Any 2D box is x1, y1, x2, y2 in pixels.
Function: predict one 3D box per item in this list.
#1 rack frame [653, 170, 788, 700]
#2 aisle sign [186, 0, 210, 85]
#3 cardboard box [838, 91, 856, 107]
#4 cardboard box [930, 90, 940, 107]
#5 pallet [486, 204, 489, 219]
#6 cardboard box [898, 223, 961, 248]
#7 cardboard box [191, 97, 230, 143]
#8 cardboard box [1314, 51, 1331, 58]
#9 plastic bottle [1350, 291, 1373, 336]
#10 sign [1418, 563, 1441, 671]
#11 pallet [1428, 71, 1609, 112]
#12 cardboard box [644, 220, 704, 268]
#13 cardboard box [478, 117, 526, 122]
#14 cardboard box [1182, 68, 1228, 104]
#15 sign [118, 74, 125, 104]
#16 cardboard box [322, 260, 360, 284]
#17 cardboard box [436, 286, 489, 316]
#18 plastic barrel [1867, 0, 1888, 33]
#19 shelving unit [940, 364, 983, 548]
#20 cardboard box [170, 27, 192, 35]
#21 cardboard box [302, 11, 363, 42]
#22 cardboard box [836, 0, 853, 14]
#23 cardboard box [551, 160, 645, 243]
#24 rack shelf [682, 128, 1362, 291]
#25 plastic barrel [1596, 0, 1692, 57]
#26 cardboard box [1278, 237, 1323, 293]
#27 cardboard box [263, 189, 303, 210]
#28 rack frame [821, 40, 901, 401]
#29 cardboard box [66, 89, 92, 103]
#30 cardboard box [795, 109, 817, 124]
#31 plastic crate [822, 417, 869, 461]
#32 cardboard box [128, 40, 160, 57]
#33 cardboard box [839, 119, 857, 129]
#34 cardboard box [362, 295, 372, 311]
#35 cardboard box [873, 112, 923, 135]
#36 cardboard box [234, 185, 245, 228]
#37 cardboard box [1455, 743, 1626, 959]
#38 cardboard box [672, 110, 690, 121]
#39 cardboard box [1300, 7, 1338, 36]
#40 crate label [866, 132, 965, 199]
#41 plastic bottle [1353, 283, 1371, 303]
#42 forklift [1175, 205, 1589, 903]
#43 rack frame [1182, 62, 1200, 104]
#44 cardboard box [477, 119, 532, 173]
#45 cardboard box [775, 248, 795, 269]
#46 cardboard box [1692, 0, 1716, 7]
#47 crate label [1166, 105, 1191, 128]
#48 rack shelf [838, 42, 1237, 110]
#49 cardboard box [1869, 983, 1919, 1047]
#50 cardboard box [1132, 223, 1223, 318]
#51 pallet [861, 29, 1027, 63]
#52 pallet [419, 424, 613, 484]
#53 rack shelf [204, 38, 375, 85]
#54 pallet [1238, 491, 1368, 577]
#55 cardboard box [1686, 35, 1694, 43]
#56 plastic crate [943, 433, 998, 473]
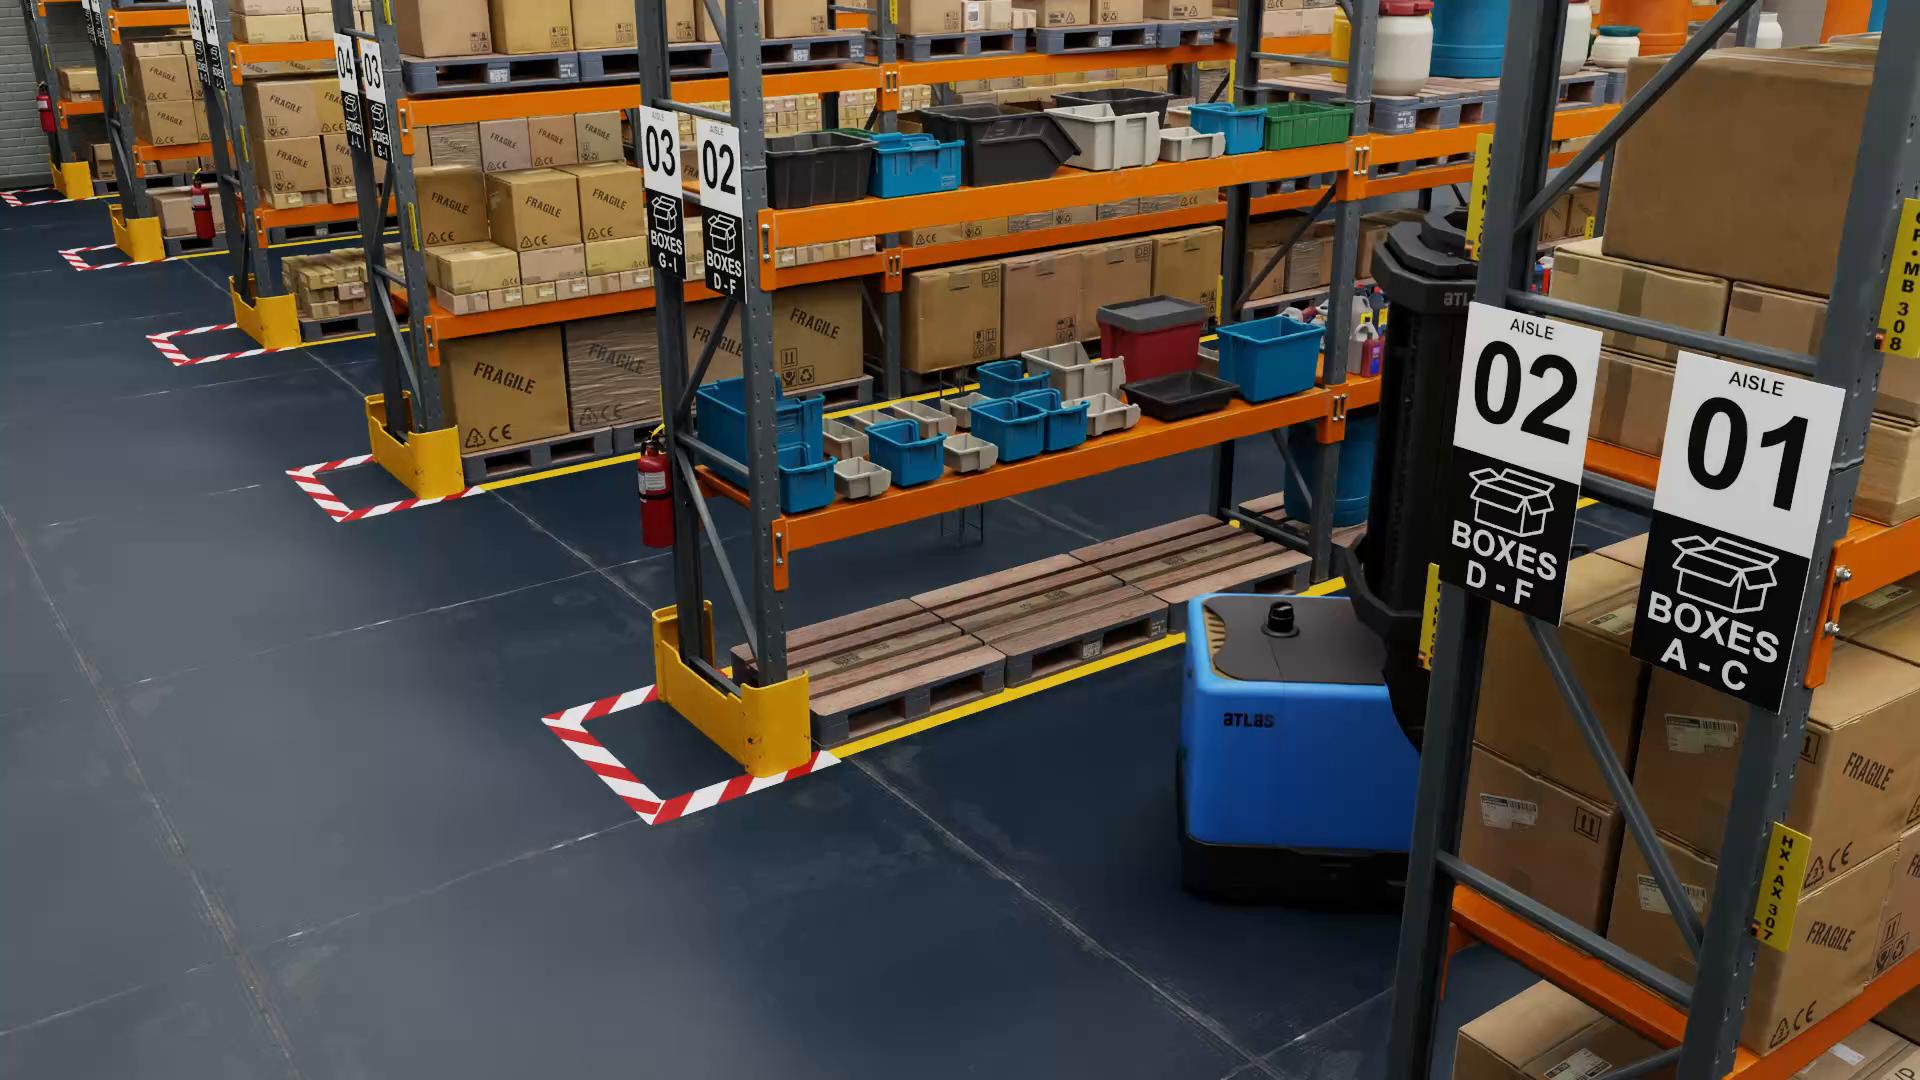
[{"bbox_3d":[-1.208,-0.404,8.363,0.127,3.000,1.000,-15,26,-33],"label":"rack frame"},{"bbox_3d":[-7.150,-4.691,15.596,0.004,0.787,0.394,-15,26,-33],"label":"aisle sign"},{"bbox_3d":[-1.383,-5.031,18.927,0.250,0.149,0.380,-15,26,-33],"label":"cardboard box"},{"bbox_3d":[-0.213,-5.365,20.659,0.500,0.500,0.500,-15,26,-33],"label":"cardboard box"},{"bbox_3d":[-6.059,-4.636,22.730,1.213,0.211,1.003,-15,26,-33],"label":"pallet"},{"bbox_3d":[-0.335,-2.831,14.309,0.500,0.500,0.500,-15,26,-33],"label":"cardboard box"},{"bbox_3d":[-8.937,-5.058,19.889,0.500,0.500,0.500,-15,26,-34],"label":"cardboard box"},{"bbox_3d":[4.822,-7.147,23.601,0.550,0.550,0.875,-15,26,-33],"label":"cardboard box"},{"bbox_3d":[2.678,-1.501,11.178,0.185,0.351,0.144,-15,26,-33],"label":"plastic bottle"},{"bbox_3d":[1.374,0.231,4.782,0.005,0.325,0.100,-15,26,-33],"label":"sign"},{"bbox_3d":[3.537,-3.021,11.128,1.213,0.211,1.003,-15,26,-33],"label":"pallet"},{"bbox_3d":[-2.305,-2.322,12.970,0.500,0.250,0.500,-16,27,-34],"label":"cardboard box"},{"bbox_3d":[-4.733,-4.520,16.792,0.500,0.500,0.500,-14,26,-31],"label":"cardboard box"},{"bbox_3d":[3.118,-6.159,22.582,0.550,0.550,0.875,-15,26,-33],"label":"cardboard box"},{"bbox_3d":[-9.569,-5.147,18.972,0.005,0.325,0.100,-15,26,-33],"label":"sign"},{"bbox_3d":[-6.138,-2.663,16.500,0.250,0.149,0.380,-14,26,-32],"label":"cardboard box"},{"bbox_3d":[-3.620,-1.755,12.087,0.250,0.149,0.380,-15,26,-32],"label":"cardboard box"},{"bbox_3d":[7.185,-4.169,13.074,0.708,0.901,0.600,-15,26,-33],"label":"plastic barrel"},{"bbox_3d":[0.012,-0.560,11.182,0.189,1.200,0.258,-15,26,-33],"label":"shelving unit"},{"bbox_3d":[-11.047,-7.127,23.999,0.500,0.500,0.500,-14,26,-32],"label":"cardboard box"},{"bbox_3d":[-5.972,-4.865,15.696,0.500,0.250,0.500,-14,26,-31],"label":"cardboard box"},{"bbox_3d":[-1.543,-6.161,18.606,0.500,0.500,0.500,-15,26,-33],"label":"cardboard box"},{"bbox_3d":[-2.731,-2.556,12.544,0.500,0.500,0.500,-16,27,-34],"label":"cardboard box"},{"bbox_3d":[0.415,-1.896,9.025,4.000,0.370,1.077,-15,26,-33],"label":"rack shelf"},{"bbox_3d":[4.823,-3.802,11.683,0.708,0.830,0.600,-15,26,-33],"label":"plastic barrel"},{"bbox_3d":[3.368,-2.944,17.507,0.500,0.500,0.700,-18,28,-37],"label":"cardboard box"},{"bbox_3d":[-6.461,-3.263,15.866,0.250,0.149,0.380,-15,26,-33],"label":"cardboard box"},{"bbox_3d":[-0.854,-2.760,14.267,0.127,3.000,1.000,-15,26,-33],"label":"rack frame"},{"bbox_3d":[-12.363,-6.240,23.327,0.250,0.149,0.380,-15,26,-33],"label":"cardboard box"},{"bbox_3d":[-1.812,-4.777,18.691,0.250,0.149,0.380,-16,27,-34],"label":"cardboard box"},{"bbox_3d":[-0.652,-0.541,8.979,0.243,0.136,0.396,-15,26,-33],"label":"plastic crate"},{"bbox_3d":[-9.439,-5.682,19.228,0.250,0.149,0.380,-14,26,-32],"label":"cardboard box"},{"bbox_3d":[-1.387,-4.753,19.032,0.250,0.149,0.380,-16,27,-35],"label":"cardboard box"},{"bbox_3d":[-5.941,-2.434,16.728,0.250,0.149,0.380,-15,26,-32],"label":"cardboard box"},{"bbox_3d":[-0.340,-3.413,14.415,0.637,0.503,0.797,-16,27,-34],"label":"cardboard box"},{"bbox_3d":[-8.673,-4.255,20.902,0.875,0.438,0.875,-14,26,-31],"label":"cardboard box"},{"bbox_3d":[1.886,0.861,5.056,0.500,0.500,0.500,-14,26,-31],"label":"cardboard box"},{"bbox_3d":[-3.080,-4.576,17.786,0.250,0.149,0.380,-13,25,-30],"label":"cardboard box"},{"bbox_3d":[3.340,-5.086,16.249,0.500,0.250,0.500,-14,26,-32],"label":"cardboard box"},{"bbox_3d":[-0.271,-1.831,8.091,0.502,0.251,0.408,-15,26,-33],"label":"crate label"},{"bbox_3d":[2.744,-1.585,11.387,0.185,0.351,0.144,-15,26,-33],"label":"plastic bottle"},{"bbox_3d":[2.538,0.100,7.192,3.031,2.935,1.130,2,22,4],"label":"forklift"},{"bbox_3d":[2.825,-6.006,22.400,0.127,3.000,1.000,-15,26,-33],"label":"rack frame"},{"bbox_3d":[-4.723,-4.050,16.962,0.500,0.500,0.500,-15,26,-33],"label":"cardboard box"},{"bbox_3d":[-1.536,-2.312,13.482,0.250,0.149,0.380,-14,26,-32],"label":"cardboard box"},{"bbox_3d":[8.644,-6.500,19.795,0.500,0.250,0.500,-14,26,-32],"label":"cardboard box"},{"bbox_3d":[1.473,-2.522,9.978,0.466,0.136,0.293,-15,26,-33],"label":"crate label"},{"bbox_3d":[0.769,-4.252,14.929,4.000,0.370,1.077,-15,26,-33],"label":"rack shelf"},{"bbox_3d":[3.406,1.584,6.154,0.637,0.503,0.797,-15,26,-33],"label":"cardboard box"},{"bbox_3d":[1.821,-2.691,16.394,0.875,0.875,1.225,-16,27,-35],"label":"cardboard box"},{"bbox_3d":[-0.139,-4.278,14.281,1.217,0.209,0.805,-16,27,-35],"label":"pallet"},{"bbox_3d":[-3.498,-0.796,13.106,1.213,0.211,1.003,-15,26,-33],"label":"pallet"},{"bbox_3d":[-5.292,-4.901,16.553,4.000,0.370,1.077,-15,26,-33],"label":"rack shelf"},{"bbox_3d":[2.689,-0.130,11.436,1.213,0.211,1.003,-15,26,-33],"label":"pallet"},{"bbox_3d":[8.585,-5.813,20.032,0.500,0.500,0.500,-15,26,-33],"label":"cardboard box"},{"bbox_3d":[0.044,-0.456,8.766,0.298,0.136,0.250,-15,26,-33],"label":"plastic crate"}]
